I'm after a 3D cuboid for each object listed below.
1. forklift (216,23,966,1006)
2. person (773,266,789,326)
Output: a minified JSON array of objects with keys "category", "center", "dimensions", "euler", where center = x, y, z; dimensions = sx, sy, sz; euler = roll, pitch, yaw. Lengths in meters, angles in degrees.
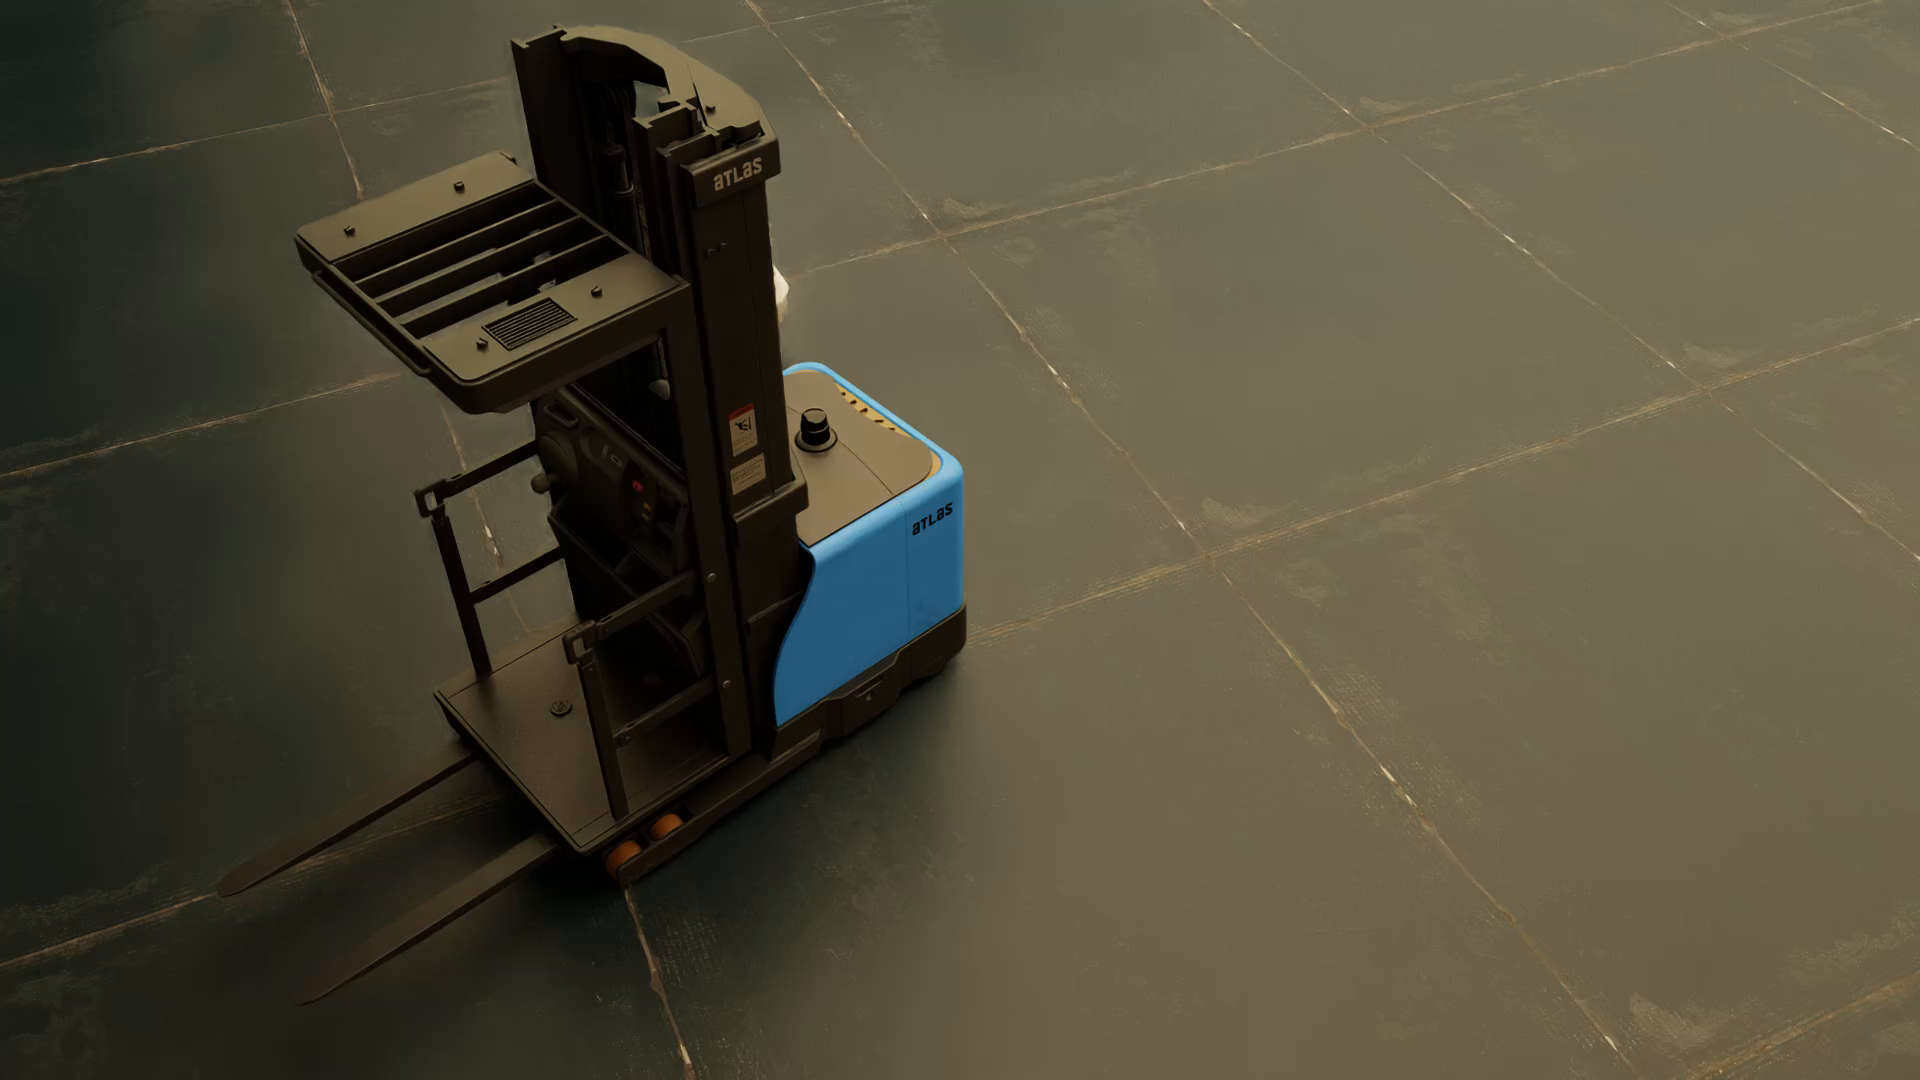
[{"category":"forklift","center":[-1.402,-0.153,5.845],"dimensions":[3.031,2.935,1.130],"euler":[-32,52,-29]},{"category":"person","center":[-1.107,-1.174,8.046],"dimensions":[0.505,1.542,0.916],"euler":[-17,46,-18]}]
